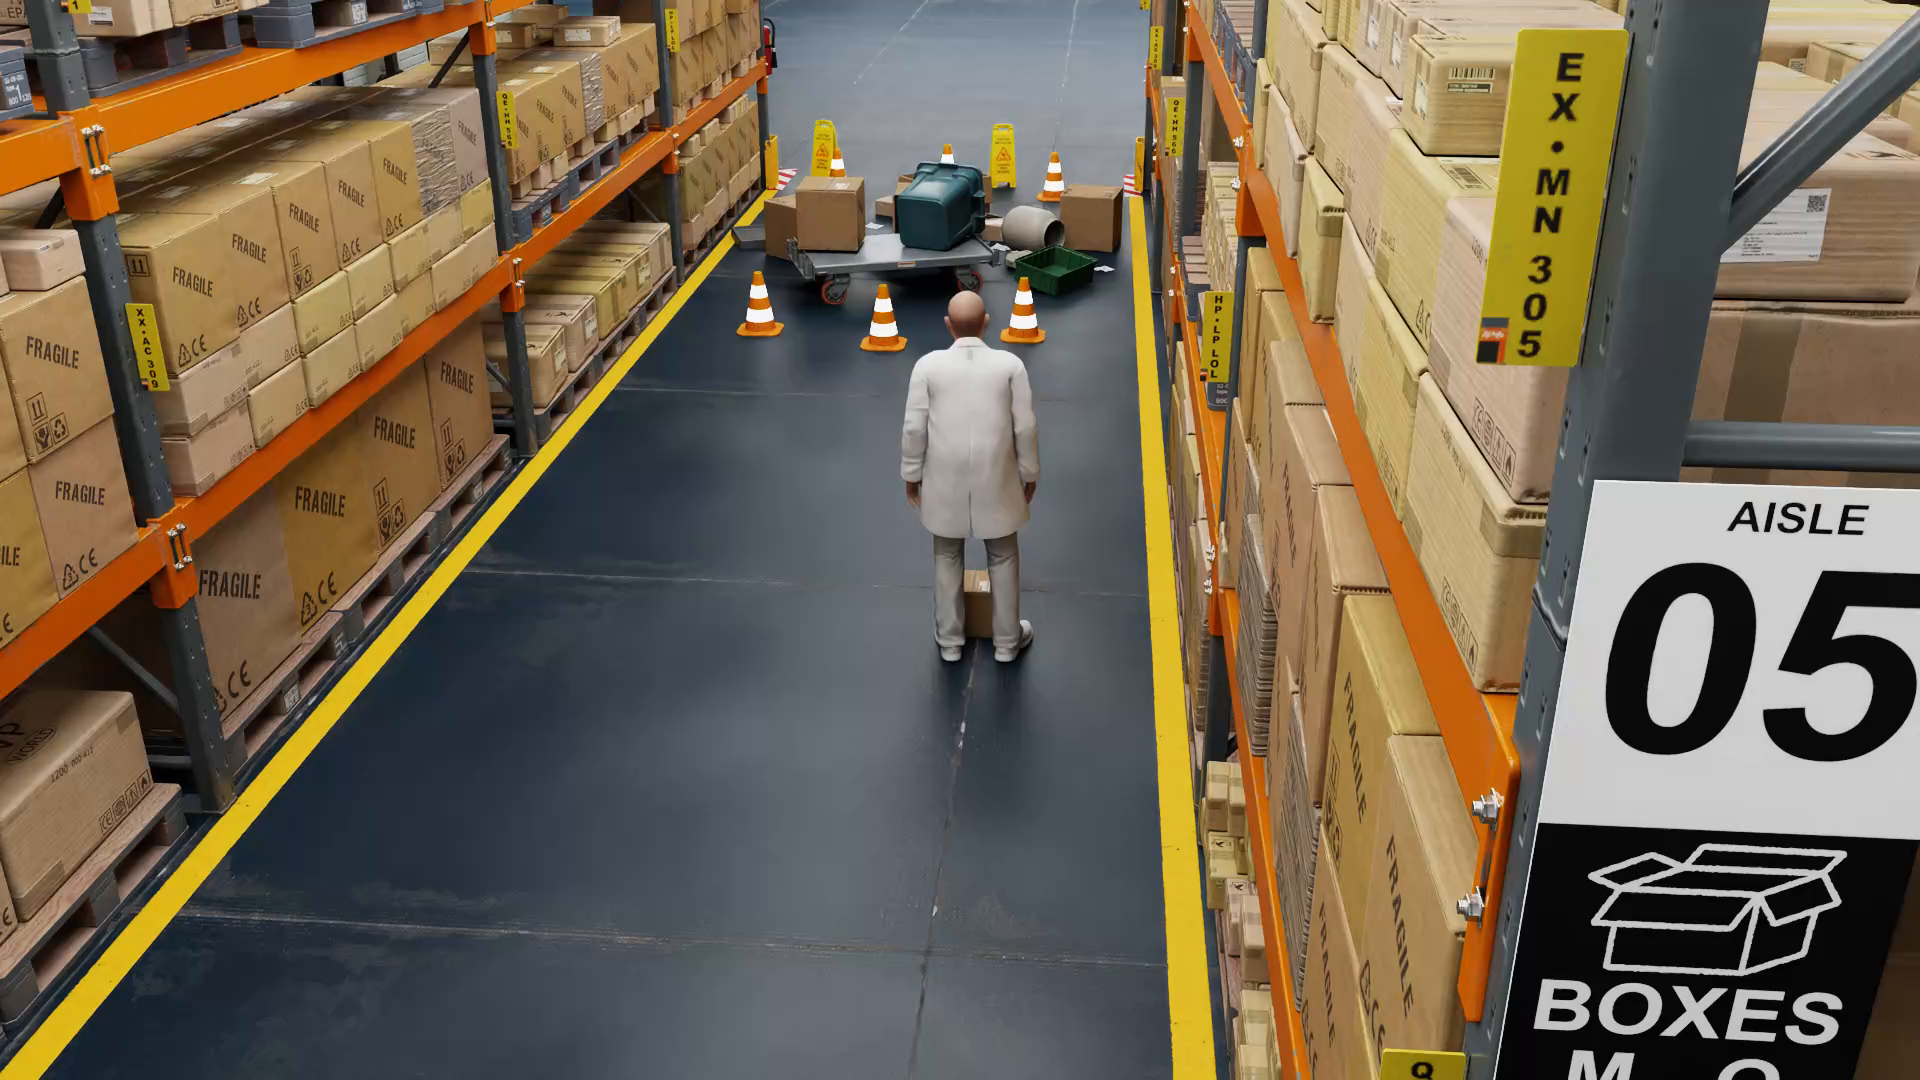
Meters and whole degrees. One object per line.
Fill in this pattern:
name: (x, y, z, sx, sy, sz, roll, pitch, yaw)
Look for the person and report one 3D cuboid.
person: (0.048, -0.282, 7.749, 0.654, 1.775, 0.420, 1, 24, 2)
